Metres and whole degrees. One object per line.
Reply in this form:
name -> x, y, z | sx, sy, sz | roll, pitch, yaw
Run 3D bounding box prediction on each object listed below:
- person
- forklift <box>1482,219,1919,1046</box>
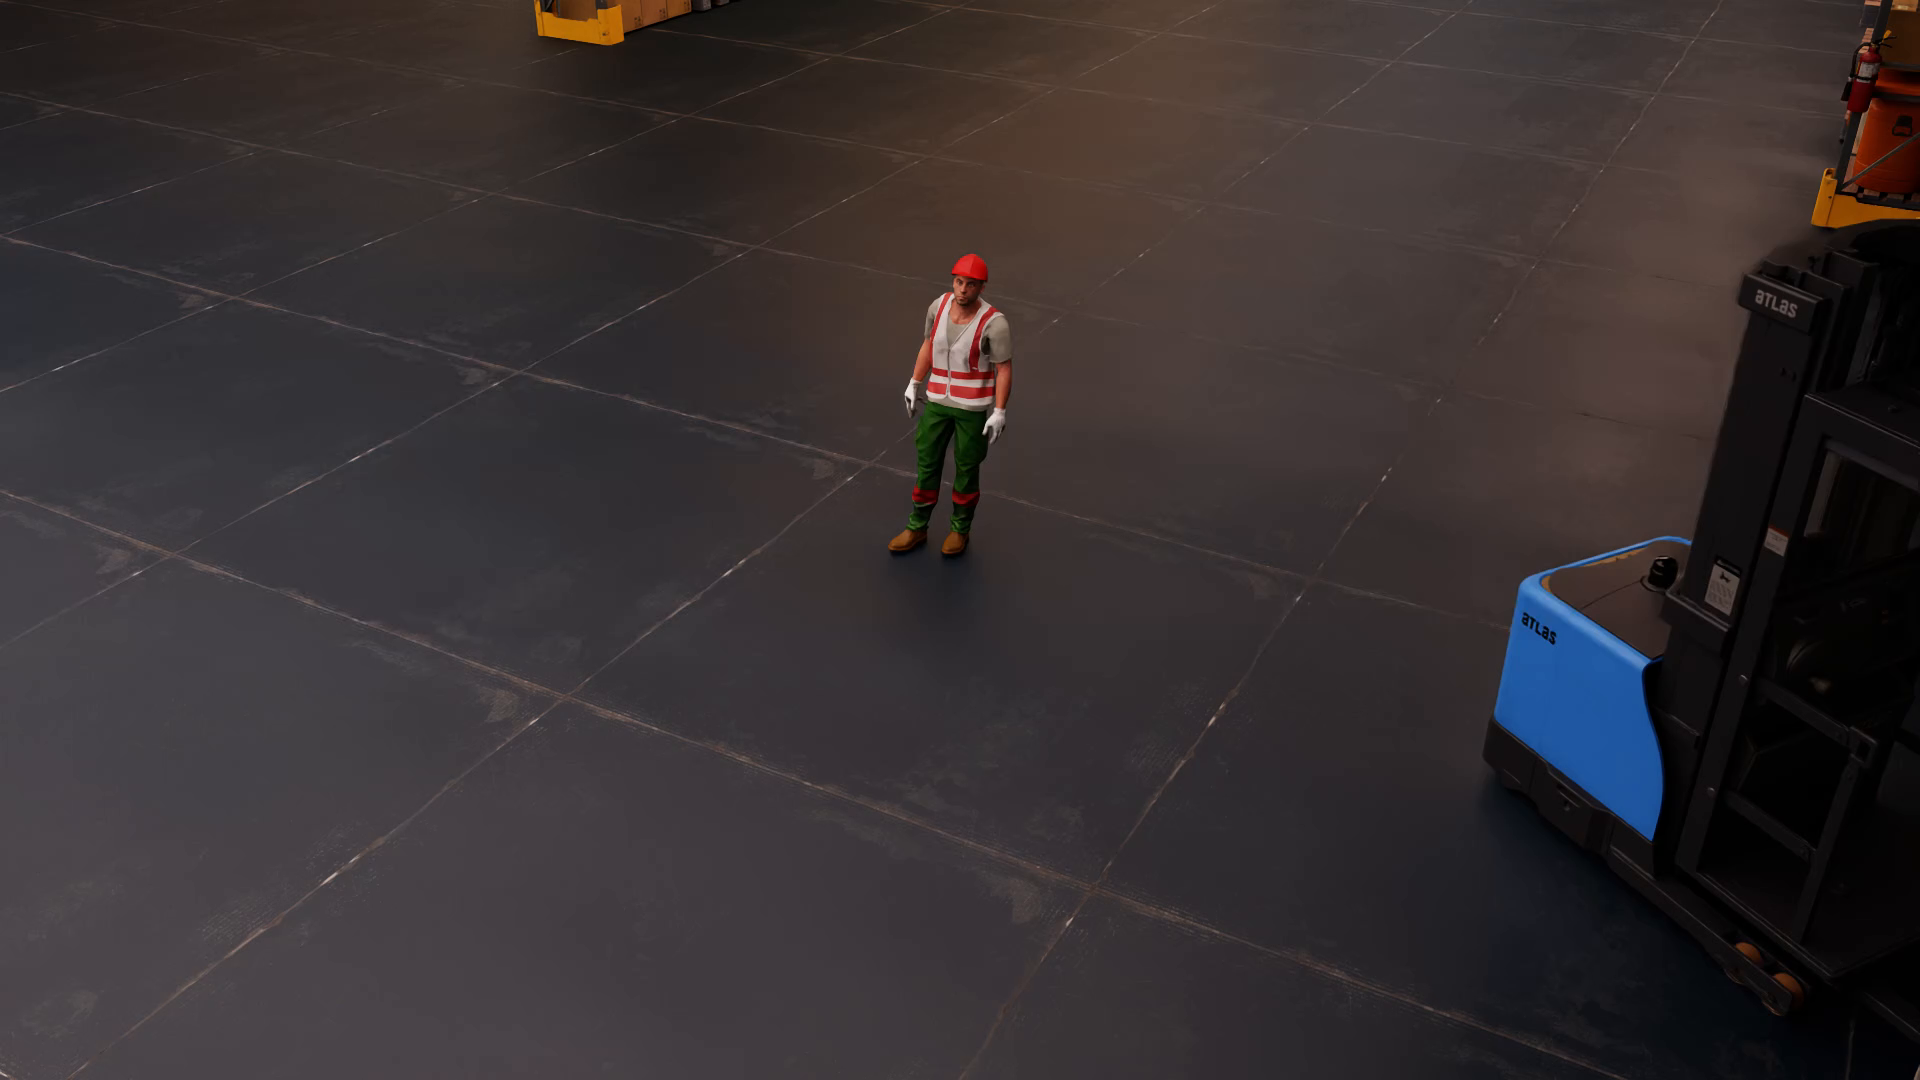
person -> -0.049, -0.749, 9.497 | 0.637, 1.787, 0.564 | 15, 33, 25
forklift -> 3.627, 0.388, 6.398 | 1.130, 2.935, 3.031 | -14, 33, -22
